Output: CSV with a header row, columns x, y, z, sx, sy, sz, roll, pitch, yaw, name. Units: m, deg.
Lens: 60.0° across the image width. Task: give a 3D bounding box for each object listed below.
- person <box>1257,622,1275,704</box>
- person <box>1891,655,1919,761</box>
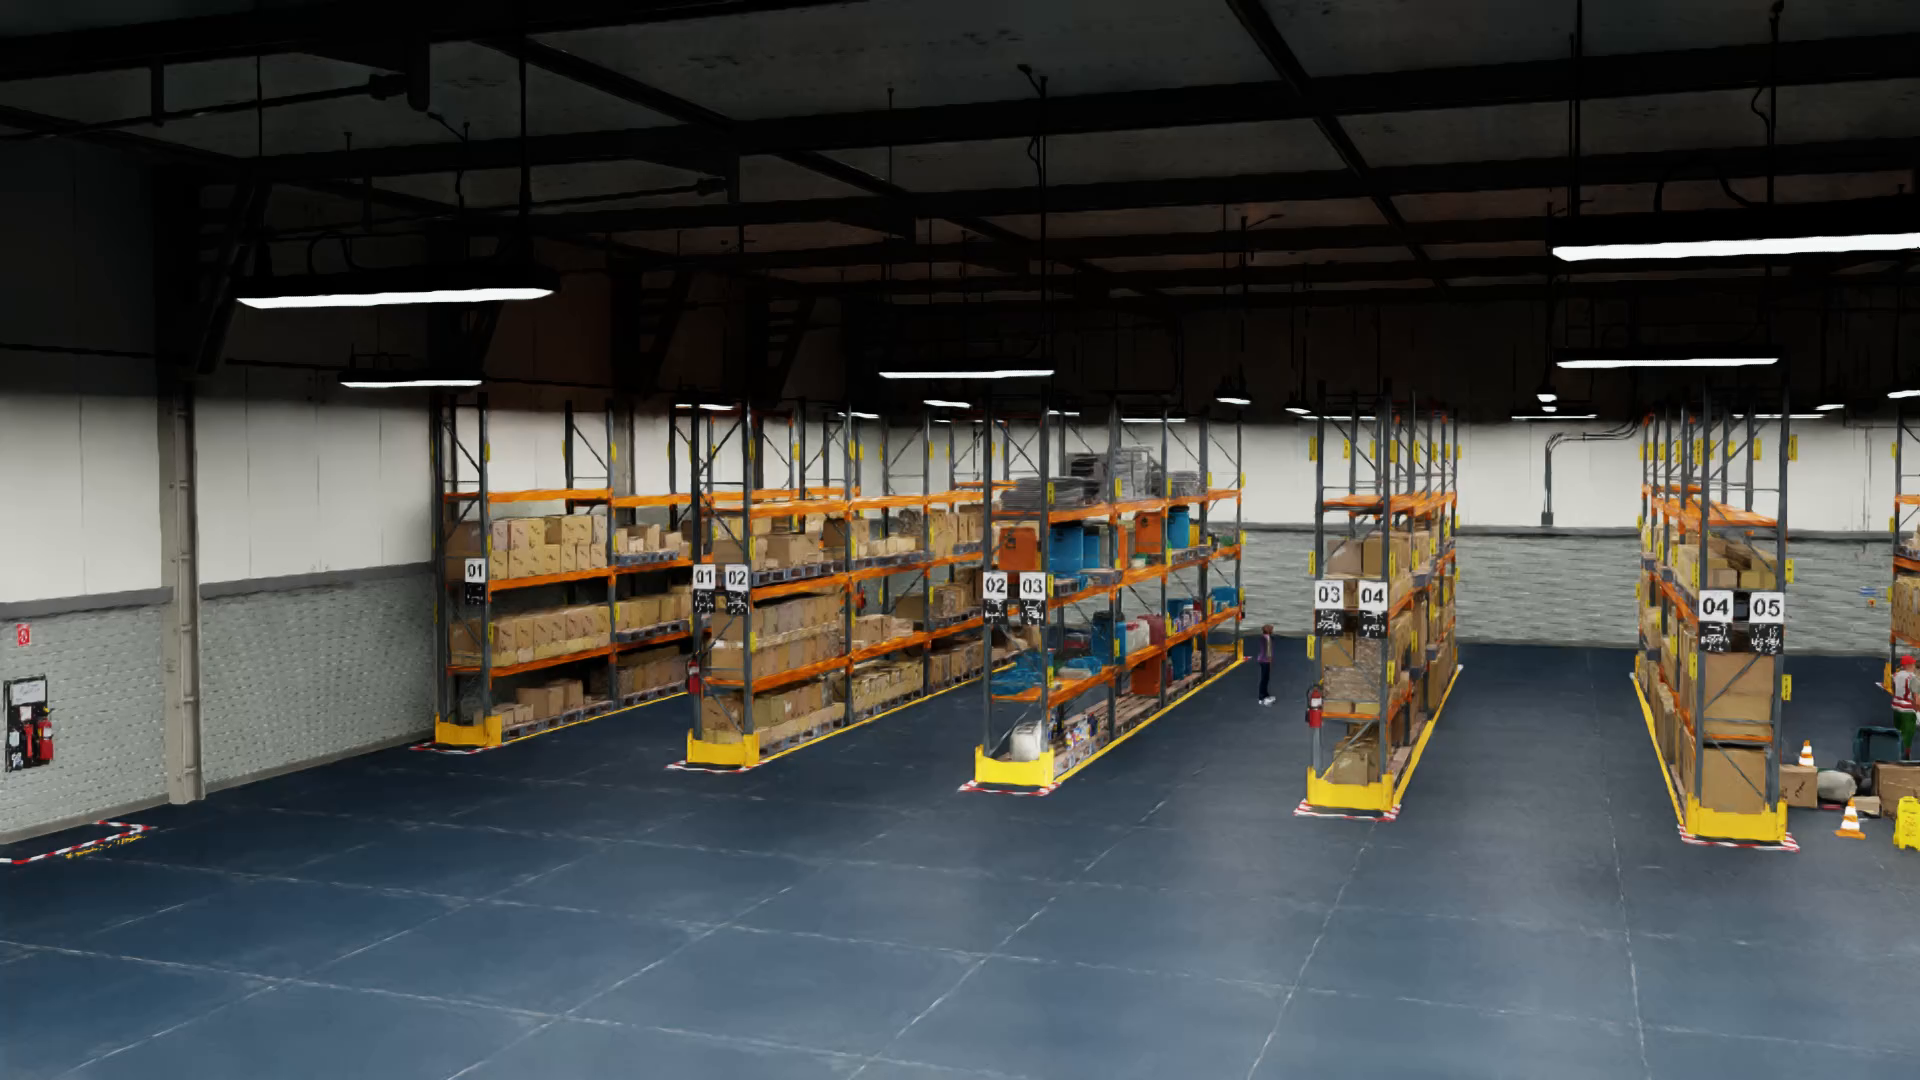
x,y,z,sx,sy,sz,roll,pitch,yaw,name
6.107,2.432,32.986,0.420,1.601,0.506,0,3,-6,person
14.929,2.697,26.171,0.431,1.790,0.605,0,3,-5,person
